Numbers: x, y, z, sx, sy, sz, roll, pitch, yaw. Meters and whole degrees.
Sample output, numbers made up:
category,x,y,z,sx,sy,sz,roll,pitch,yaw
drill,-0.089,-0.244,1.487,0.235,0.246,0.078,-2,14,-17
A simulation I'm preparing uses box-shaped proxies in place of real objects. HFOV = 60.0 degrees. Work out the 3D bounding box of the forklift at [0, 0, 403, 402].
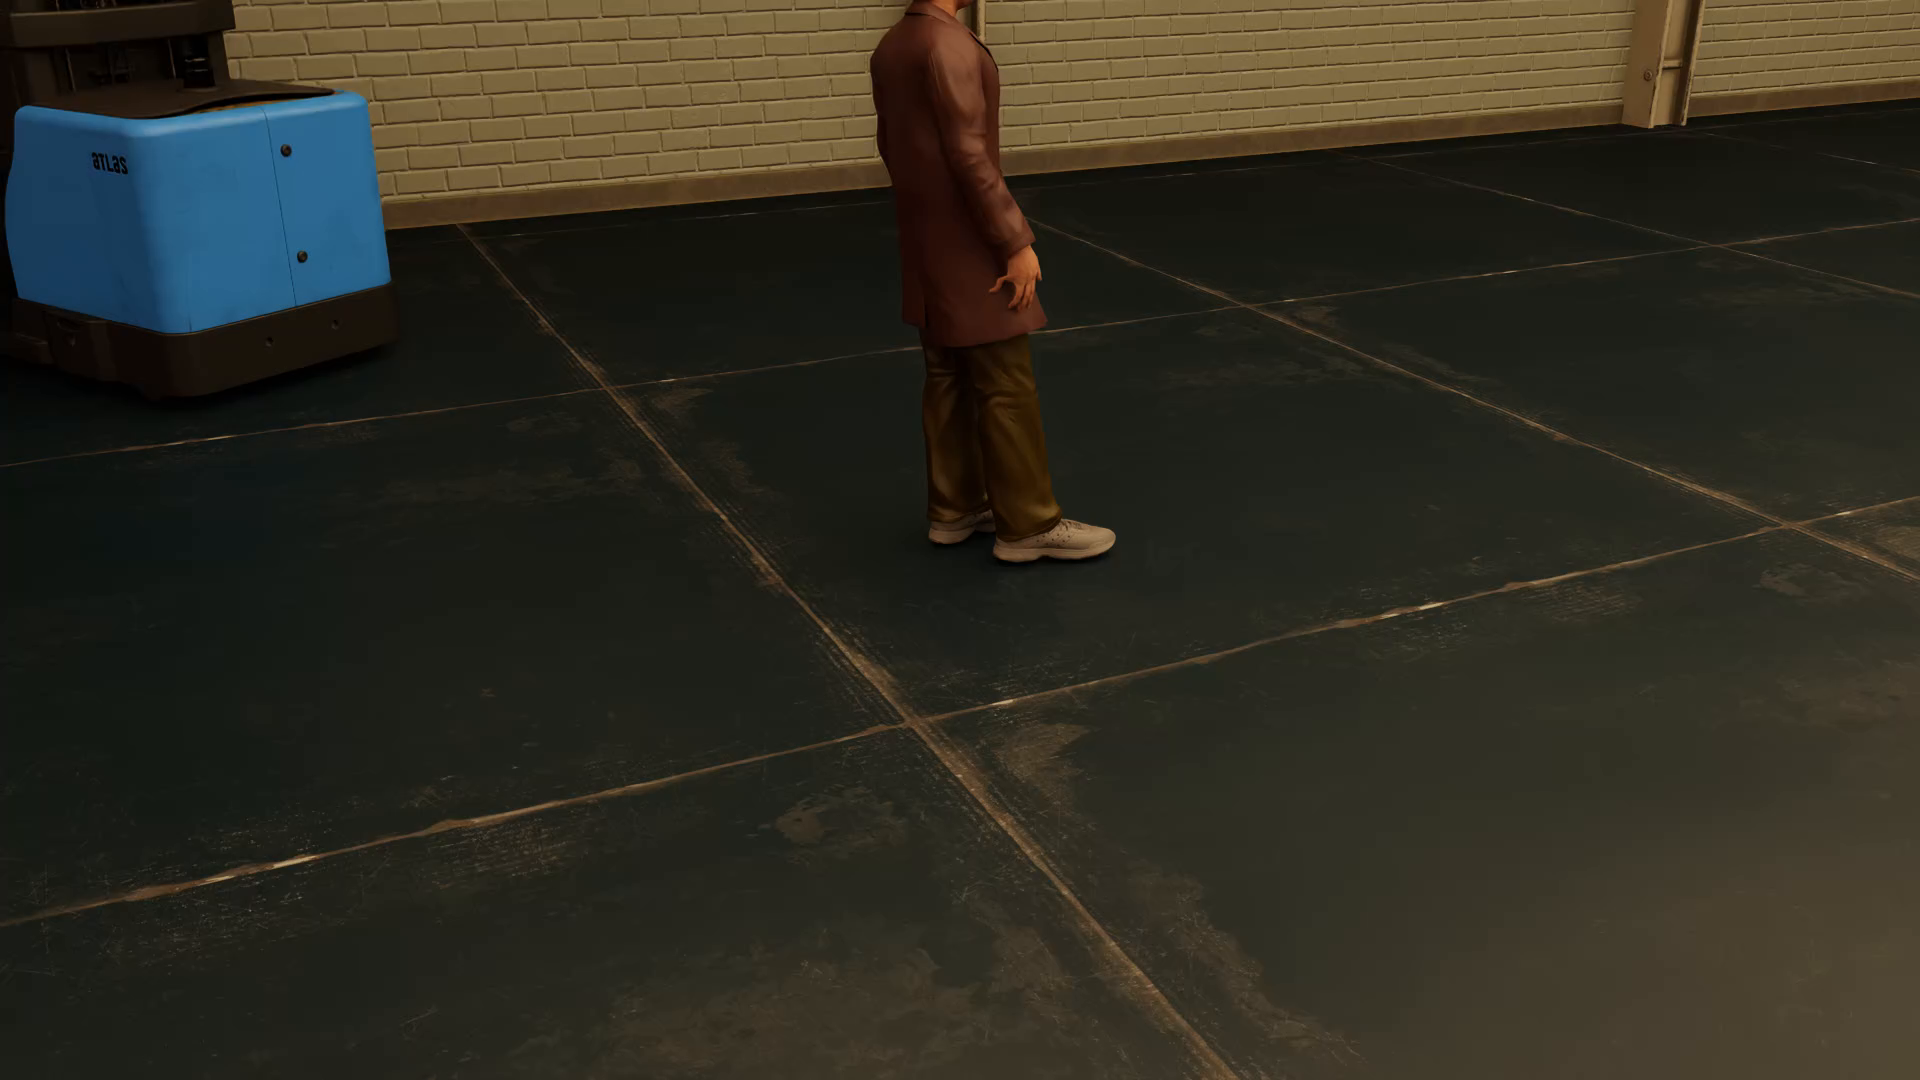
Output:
category,x,y,z,sx,sy,sz,roll,pitch,yaw
forklift,-3.846,-2.289,6.795,3.031,2.935,1.130,14,26,30

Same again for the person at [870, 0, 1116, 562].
category,x,y,z,sx,sy,sz,roll,pitch,yaw
person,0.085,-0.841,4.796,0.579,1.777,0.698,-10,25,-23
